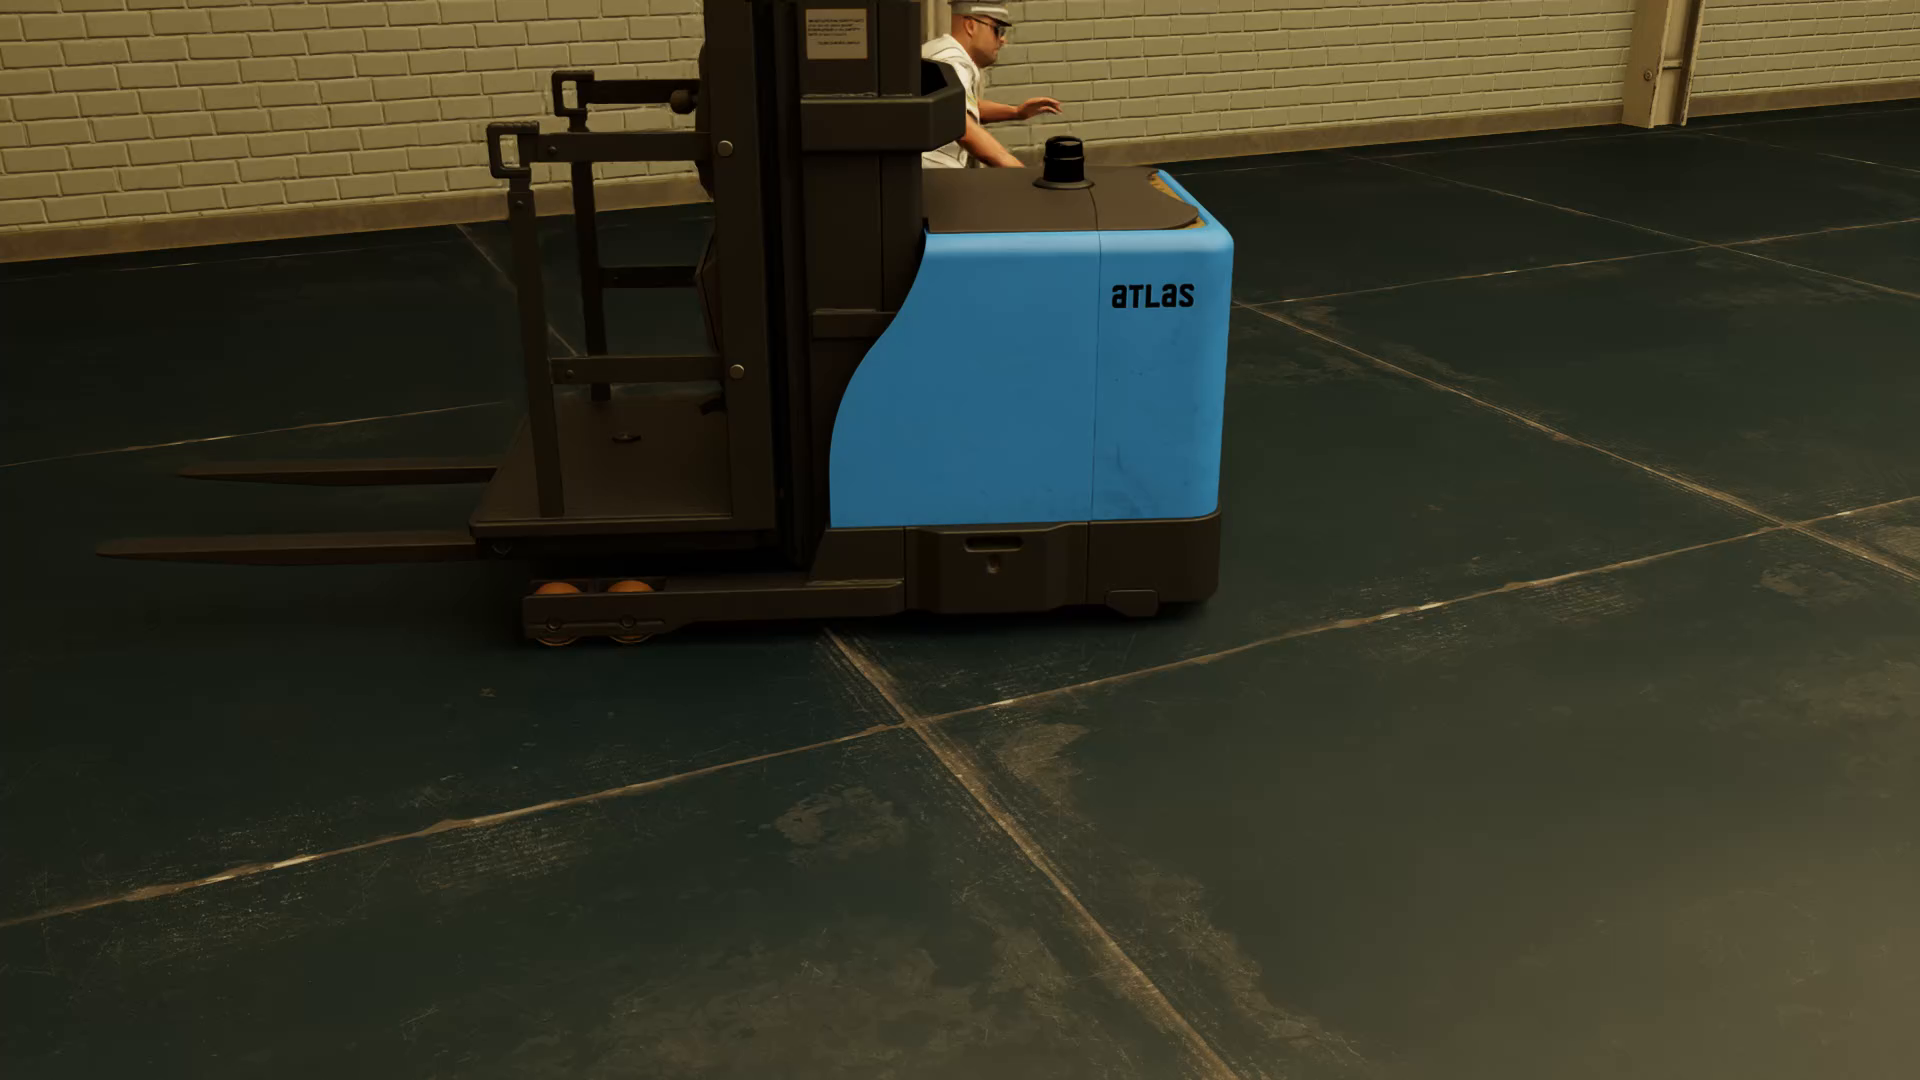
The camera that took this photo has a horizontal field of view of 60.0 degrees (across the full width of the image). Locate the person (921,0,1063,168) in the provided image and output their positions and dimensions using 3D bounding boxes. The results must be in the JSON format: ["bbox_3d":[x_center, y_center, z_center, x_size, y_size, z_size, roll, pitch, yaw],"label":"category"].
[{"bbox_3d":[0.071,-1.236,6.142,0.918,1.521,0.990,-14,26,-30],"label":"person"}]

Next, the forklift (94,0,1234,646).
[{"bbox_3d":[-0.829,-1.281,4.370,3.031,2.935,1.130,-2,23,-4],"label":"forklift"}]
